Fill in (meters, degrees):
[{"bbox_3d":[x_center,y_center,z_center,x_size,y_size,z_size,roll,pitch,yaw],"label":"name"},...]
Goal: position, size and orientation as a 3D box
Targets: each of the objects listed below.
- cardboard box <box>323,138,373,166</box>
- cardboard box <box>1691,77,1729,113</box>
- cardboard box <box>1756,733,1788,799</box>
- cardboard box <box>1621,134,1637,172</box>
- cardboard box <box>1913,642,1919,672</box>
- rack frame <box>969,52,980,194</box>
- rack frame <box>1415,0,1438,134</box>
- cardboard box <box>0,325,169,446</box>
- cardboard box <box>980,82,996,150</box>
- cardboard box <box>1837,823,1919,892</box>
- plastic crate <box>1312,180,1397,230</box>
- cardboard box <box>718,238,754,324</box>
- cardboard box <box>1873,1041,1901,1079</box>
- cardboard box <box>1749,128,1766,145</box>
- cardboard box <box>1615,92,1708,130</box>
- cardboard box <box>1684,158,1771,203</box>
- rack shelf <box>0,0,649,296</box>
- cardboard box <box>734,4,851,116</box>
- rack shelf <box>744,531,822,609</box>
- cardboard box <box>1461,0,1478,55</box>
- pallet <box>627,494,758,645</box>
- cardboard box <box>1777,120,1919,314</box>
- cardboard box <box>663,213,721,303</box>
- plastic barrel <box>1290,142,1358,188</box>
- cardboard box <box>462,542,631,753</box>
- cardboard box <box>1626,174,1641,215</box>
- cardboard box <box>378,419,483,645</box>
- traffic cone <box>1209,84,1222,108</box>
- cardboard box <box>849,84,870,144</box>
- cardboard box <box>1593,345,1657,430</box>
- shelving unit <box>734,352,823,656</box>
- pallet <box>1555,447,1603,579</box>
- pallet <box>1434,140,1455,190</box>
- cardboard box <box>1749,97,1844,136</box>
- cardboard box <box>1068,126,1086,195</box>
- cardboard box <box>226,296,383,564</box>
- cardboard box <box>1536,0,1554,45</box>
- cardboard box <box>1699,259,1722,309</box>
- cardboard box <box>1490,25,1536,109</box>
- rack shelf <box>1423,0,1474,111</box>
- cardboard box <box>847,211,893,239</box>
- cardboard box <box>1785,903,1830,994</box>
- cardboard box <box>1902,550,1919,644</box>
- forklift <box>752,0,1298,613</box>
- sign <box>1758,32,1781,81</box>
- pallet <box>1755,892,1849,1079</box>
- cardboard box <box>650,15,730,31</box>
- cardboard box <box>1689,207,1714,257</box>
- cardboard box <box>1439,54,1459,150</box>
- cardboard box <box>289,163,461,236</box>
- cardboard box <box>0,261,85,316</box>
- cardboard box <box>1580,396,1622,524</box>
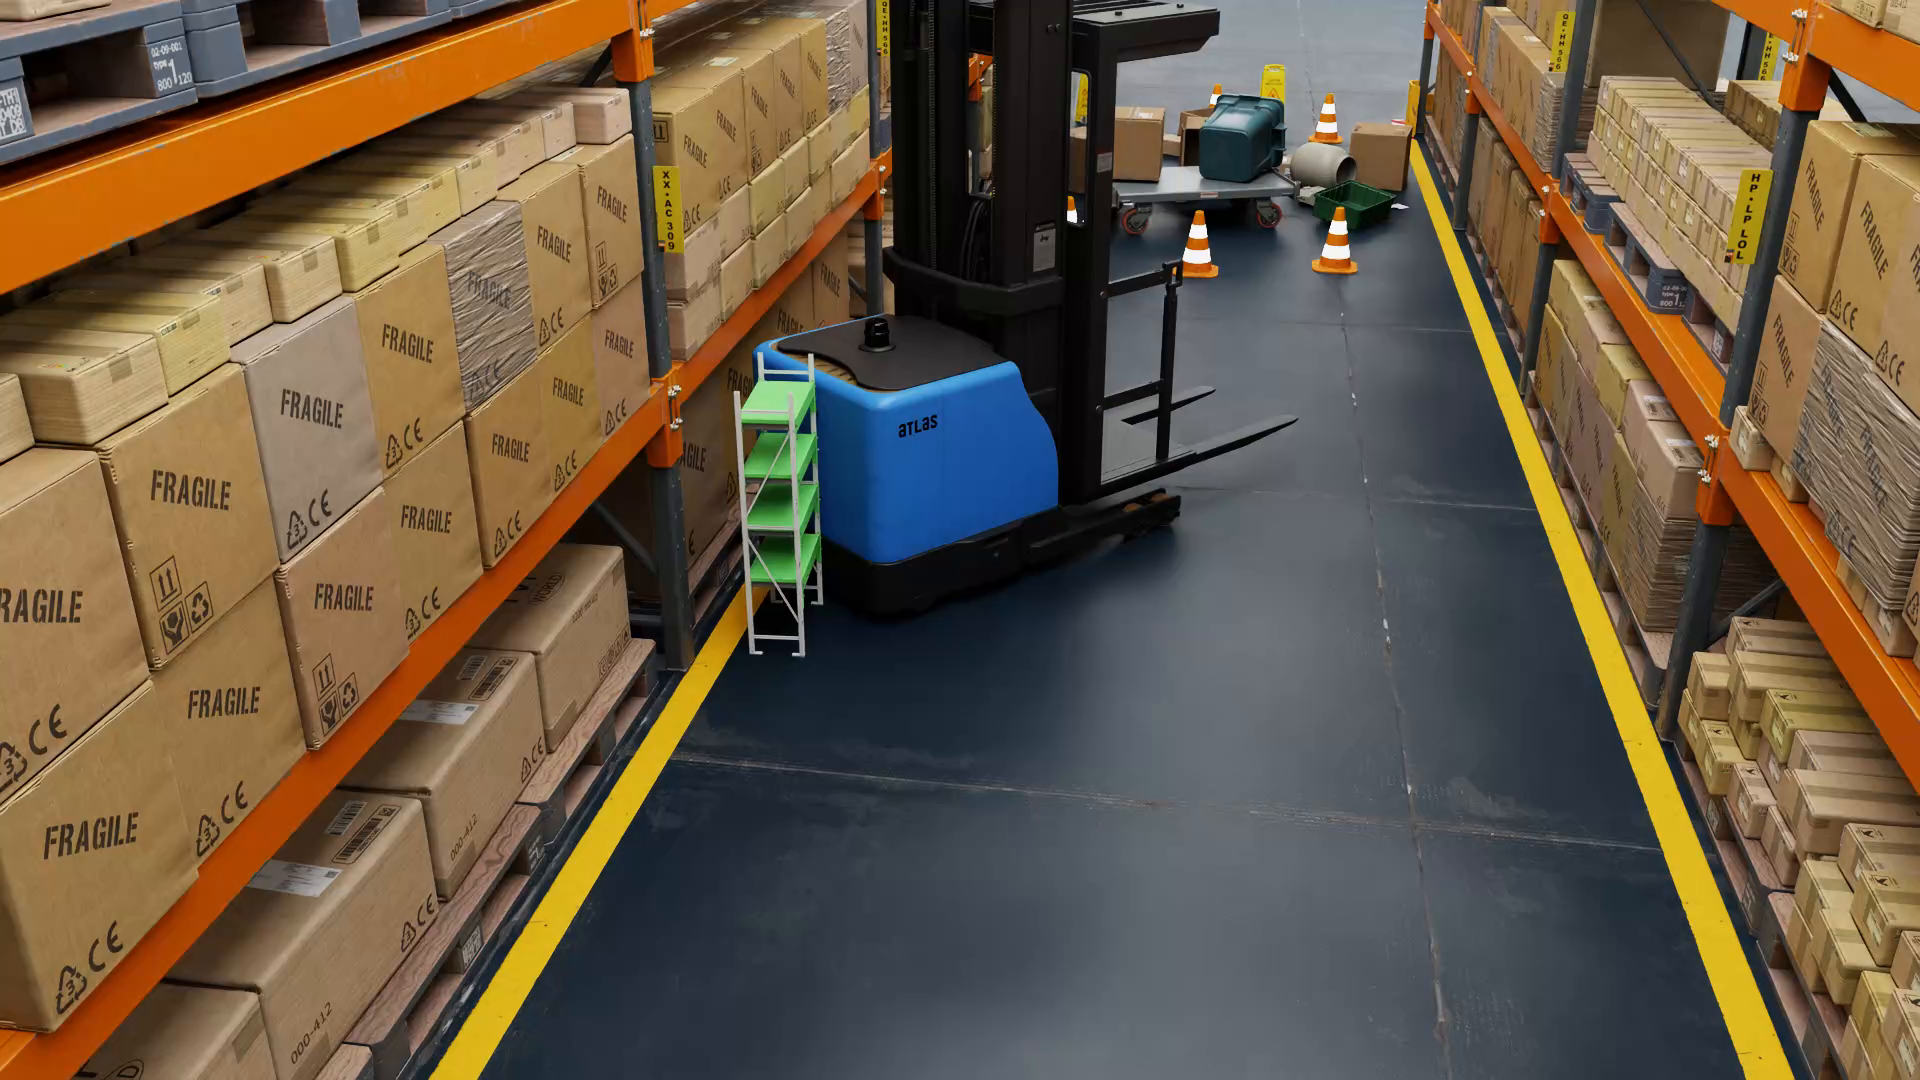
[{"bbox_3d":[-2.076,-1.210,5.234,0.380,0.149,0.250,4,25,8],"label":"cardboard box"},{"bbox_3d":[4.252,-2.436,9.799,0.500,0.500,0.500,4,25,9],"label":"cardboard box"},{"bbox_3d":[2.927,0.763,5.598,0.380,0.149,0.250,4,25,8],"label":"cardboard box"},{"bbox_3d":[3.512,-1.914,8.251,0.380,0.149,0.250,4,25,9],"label":"cardboard box"},{"bbox_3d":[2.724,0.330,4.303,0.380,0.149,0.250,5,26,10],"label":"cardboard box"},{"bbox_3d":[-0.334,-4.196,13.675,1.000,3.000,0.127,4,25,9],"label":"rack frame"},{"bbox_3d":[5.220,-5.568,16.607,1.000,3.000,0.127,4,25,9],"label":"rack frame"},{"bbox_3d":[-1.836,-0.313,3.319,0.380,0.149,0.250,5,26,10],"label":"cardboard box"},{"bbox_3d":[0.029,-3.708,14.497,0.500,0.500,0.500,5,26,11],"label":"cardboard box"},{"bbox_3d":[2.796,0.964,4.819,0.380,0.149,0.250,3,25,6],"label":"cardboard box"},{"bbox_3d":[3.302,-2.811,13.966,0.450,0.188,0.662,29,36,30],"label":"plastic crate"},{"bbox_3d":[-1.226,-1.164,7.376,0.500,0.250,0.500,3,25,7],"label":"cardboard box"},{"bbox_3d":[2.565,1.415,4.206,0.380,0.149,0.250,4,25,9],"label":"cardboard box"},{"bbox_3d":[4.199,-1.973,8.377,0.380,0.149,0.250,5,25,10],"label":"cardboard box"},{"bbox_3d":[3.560,-2.173,8.454,0.380,0.149,0.250,4,25,8],"label":"cardboard box"},{"bbox_3d":[3.305,-1.509,7.035,0.380,0.149,0.250,3,25,7],"label":"cardboard box"},{"bbox_3d":[-1.968,-1.046,4.257,1.077,0.370,4.000,4,25,9],"label":"rack shelf"},{"bbox_3d":[-0.890,-2.571,8.908,0.500,0.500,0.500,4,25,9],"label":"cardboard box"},{"bbox_3d":[-0.769,0.124,7.287,0.258,0.148,0.480,2,25,4],"label":"rack shelf"},{"bbox_3d":[4.682,-4.350,13.827,0.875,0.550,0.550,4,25,9],"label":"cardboard box"},{"bbox_3d":[-1.590,0.085,7.819,1.003,0.211,1.213,4,25,9],"label":"pallet"},{"bbox_3d":[2.945,-1.010,5.221,0.500,0.500,0.500,5,25,10],"label":"cardboard box"},{"bbox_3d":[-1.291,-1.173,6.804,0.500,0.250,0.500,3,25,7],"label":"cardboard box"},{"bbox_3d":[3.238,-3.309,14.820,0.421,0.421,0.512,-20,32,-36],"label":"plastic barrel"},{"bbox_3d":[-1.850,0.376,6.436,0.875,0.438,0.875,4,25,8],"label":"cardboard box"},{"bbox_3d":[3.469,-1.676,8.093,0.380,0.149,0.250,5,26,10],"label":"cardboard box"},{"bbox_3d":[-1.712,-0.039,4.676,0.500,0.500,0.500,5,26,10],"label":"cardboard box"},{"bbox_3d":[2.673,-4.516,17.352,0.336,0.463,0.334,4,25,9],"label":"traffic cone"},{"bbox_3d":[-0.816,-2.461,9.557,0.500,0.250,0.500,4,25,8],"label":"cardboard box"},{"bbox_3d":[3.301,-0.712,7.801,0.500,0.250,0.500,3,25,6],"label":"cardboard box"},{"bbox_3d":[-0.769,-0.152,7.159,0.258,1.200,0.503,2,25,4],"label":"shelving unit"},{"bbox_3d":[3.582,-0.124,8.265,1.003,0.211,1.213,4,25,9],"label":"pallet"},{"bbox_3d":[4.965,-3.456,15.385,1.003,0.211,1.213,4,25,9],"label":"pallet"},{"bbox_3d":[4.199,-2.117,8.333,0.380,0.149,0.250,5,26,10],"label":"cardboard box"},{"bbox_3d":[1.184,-3.419,14.961,0.500,0.500,0.500,-20,32,-36],"label":"cardboard box"},{"bbox_3d":[-1.782,-0.288,4.031,0.500,0.500,0.500,4,25,8],"label":"cardboard box"},{"bbox_3d":[4.242,-3.547,10.993,0.700,0.500,0.500,4,25,8],"label":"cardboard box"},{"bbox_3d":[3.213,-1.018,6.688,0.380,0.149,0.250,4,25,8],"label":"cardboard box"},{"bbox_3d":[4.049,-3.319,11.684,0.500,0.500,0.500,4,25,8],"label":"cardboard box"},{"bbox_3d":[4.893,-4.406,14.972,1.077,0.370,4.000,4,25,9],"label":"rack shelf"},{"bbox_3d":[-0.773,-2.068,11.733,0.950,0.372,0.625,4,25,8],"label":"cardboard box"},{"bbox_3d":[2.710,1.227,4.957,0.380,0.149,0.250,3,25,7],"label":"cardboard box"},{"bbox_3d":[2.679,0.102,4.024,0.500,0.500,0.500,5,26,11],"label":"cardboard box"},{"bbox_3d":[0.486,-1.498,7.992,3.031,2.935,1.130,-19,31,-35],"label":"forklift"},{"bbox_3d":[4.449,-2.677,9.158,0.100,0.325,0.005,4,25,9],"label":"sign"},{"bbox_3d":[2.987,1.509,4.777,1.003,0.211,1.213,4,25,9],"label":"pallet"},{"bbox_3d":[-1.481,-2.408,8.559,0.500,0.500,0.500,5,25,10],"label":"cardboard box"},{"bbox_3d":[3.254,-1.269,6.873,0.380,0.149,0.250,3,25,7],"label":"cardboard box"},{"bbox_3d":[5.032,-4.139,15.566,0.875,0.875,0.875,4,25,8],"label":"cardboard box"},{"bbox_3d":[-1.649,-0.961,4.701,0.380,0.149,0.250,3,25,7],"label":"cardboard box"},{"bbox_3d":[-2.263,-0.561,3.848,0.380,0.149,0.250,4,25,8],"label":"cardboard box"},{"bbox_3d":[3.303,-0.363,7.940,0.500,0.500,0.500,3,25,7],"label":"cardboard box"}]
